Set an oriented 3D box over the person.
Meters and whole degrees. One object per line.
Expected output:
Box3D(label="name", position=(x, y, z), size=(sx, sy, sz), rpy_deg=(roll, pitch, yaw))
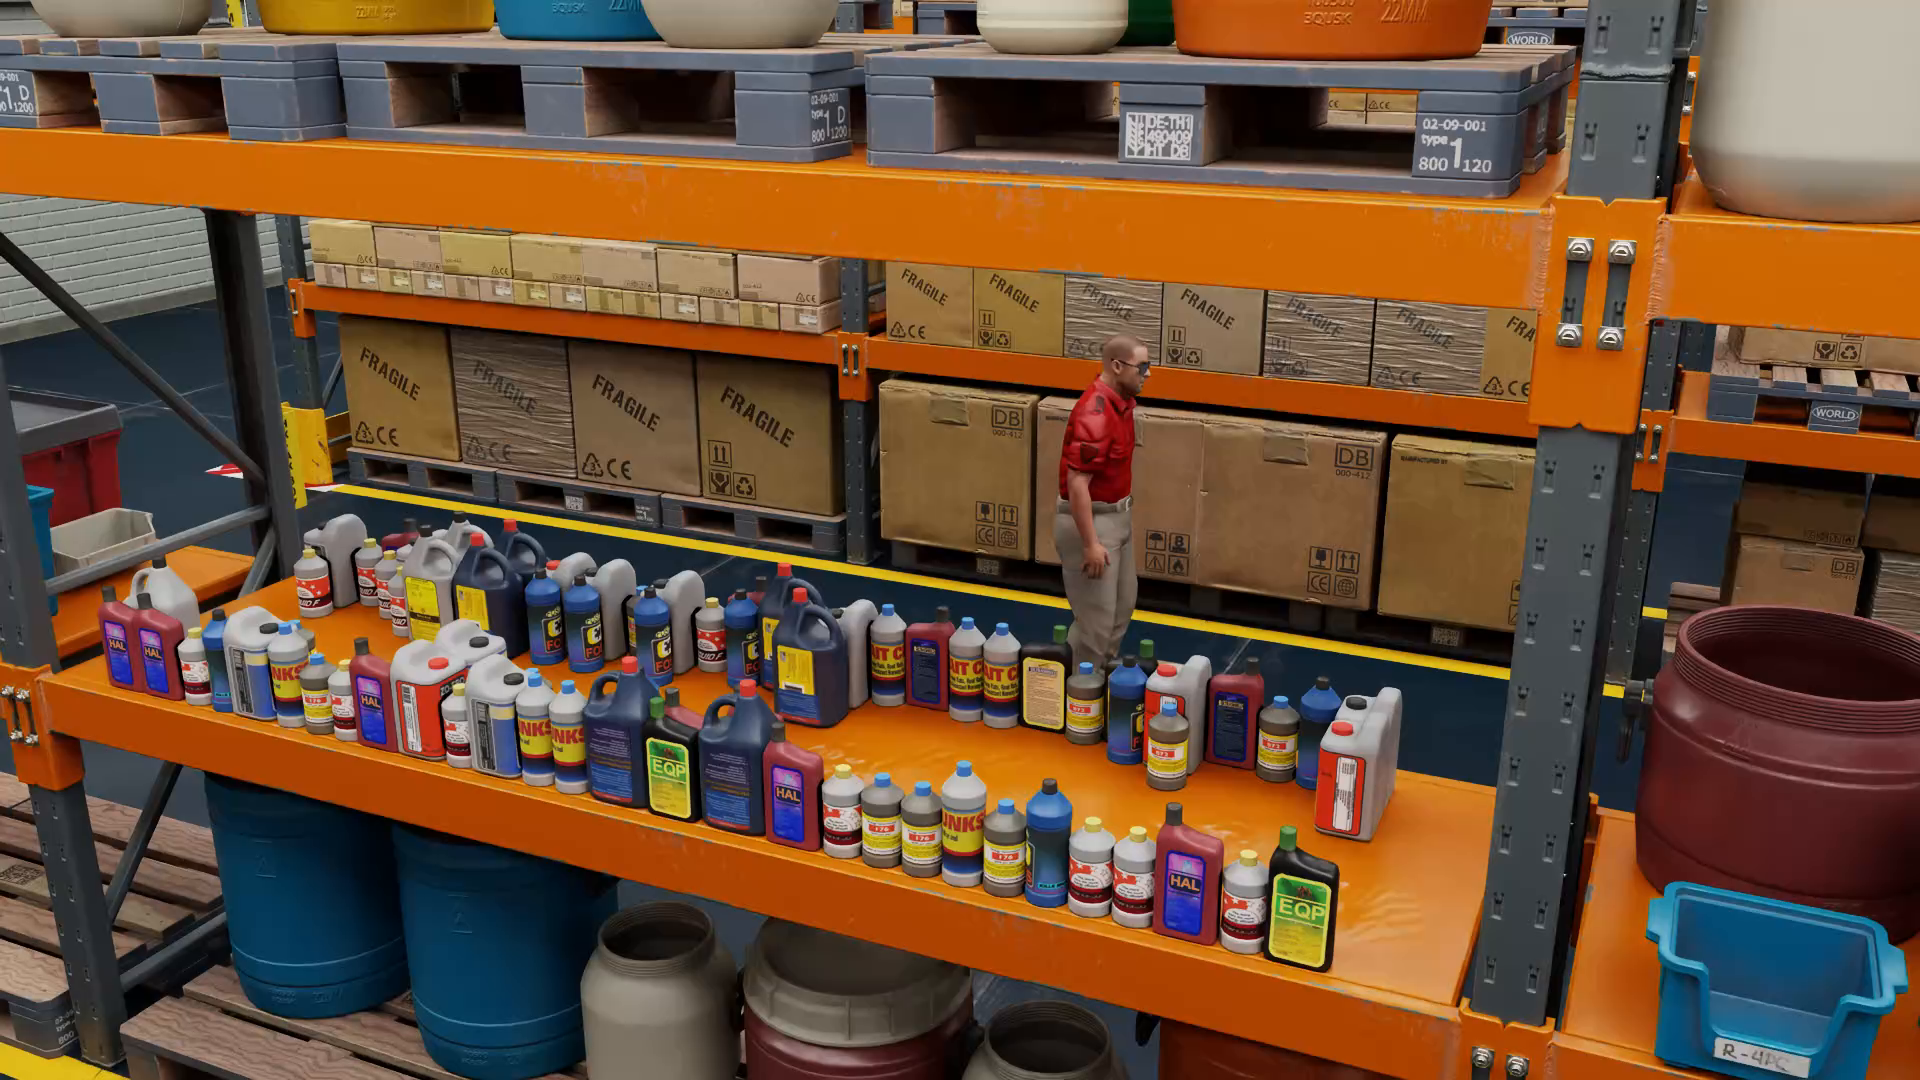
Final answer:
Box3D(label="person", position=(0.620, -0.039, 7.201), size=(0.393, 1.726, 0.602), rpy_deg=(7, 20, 20))
